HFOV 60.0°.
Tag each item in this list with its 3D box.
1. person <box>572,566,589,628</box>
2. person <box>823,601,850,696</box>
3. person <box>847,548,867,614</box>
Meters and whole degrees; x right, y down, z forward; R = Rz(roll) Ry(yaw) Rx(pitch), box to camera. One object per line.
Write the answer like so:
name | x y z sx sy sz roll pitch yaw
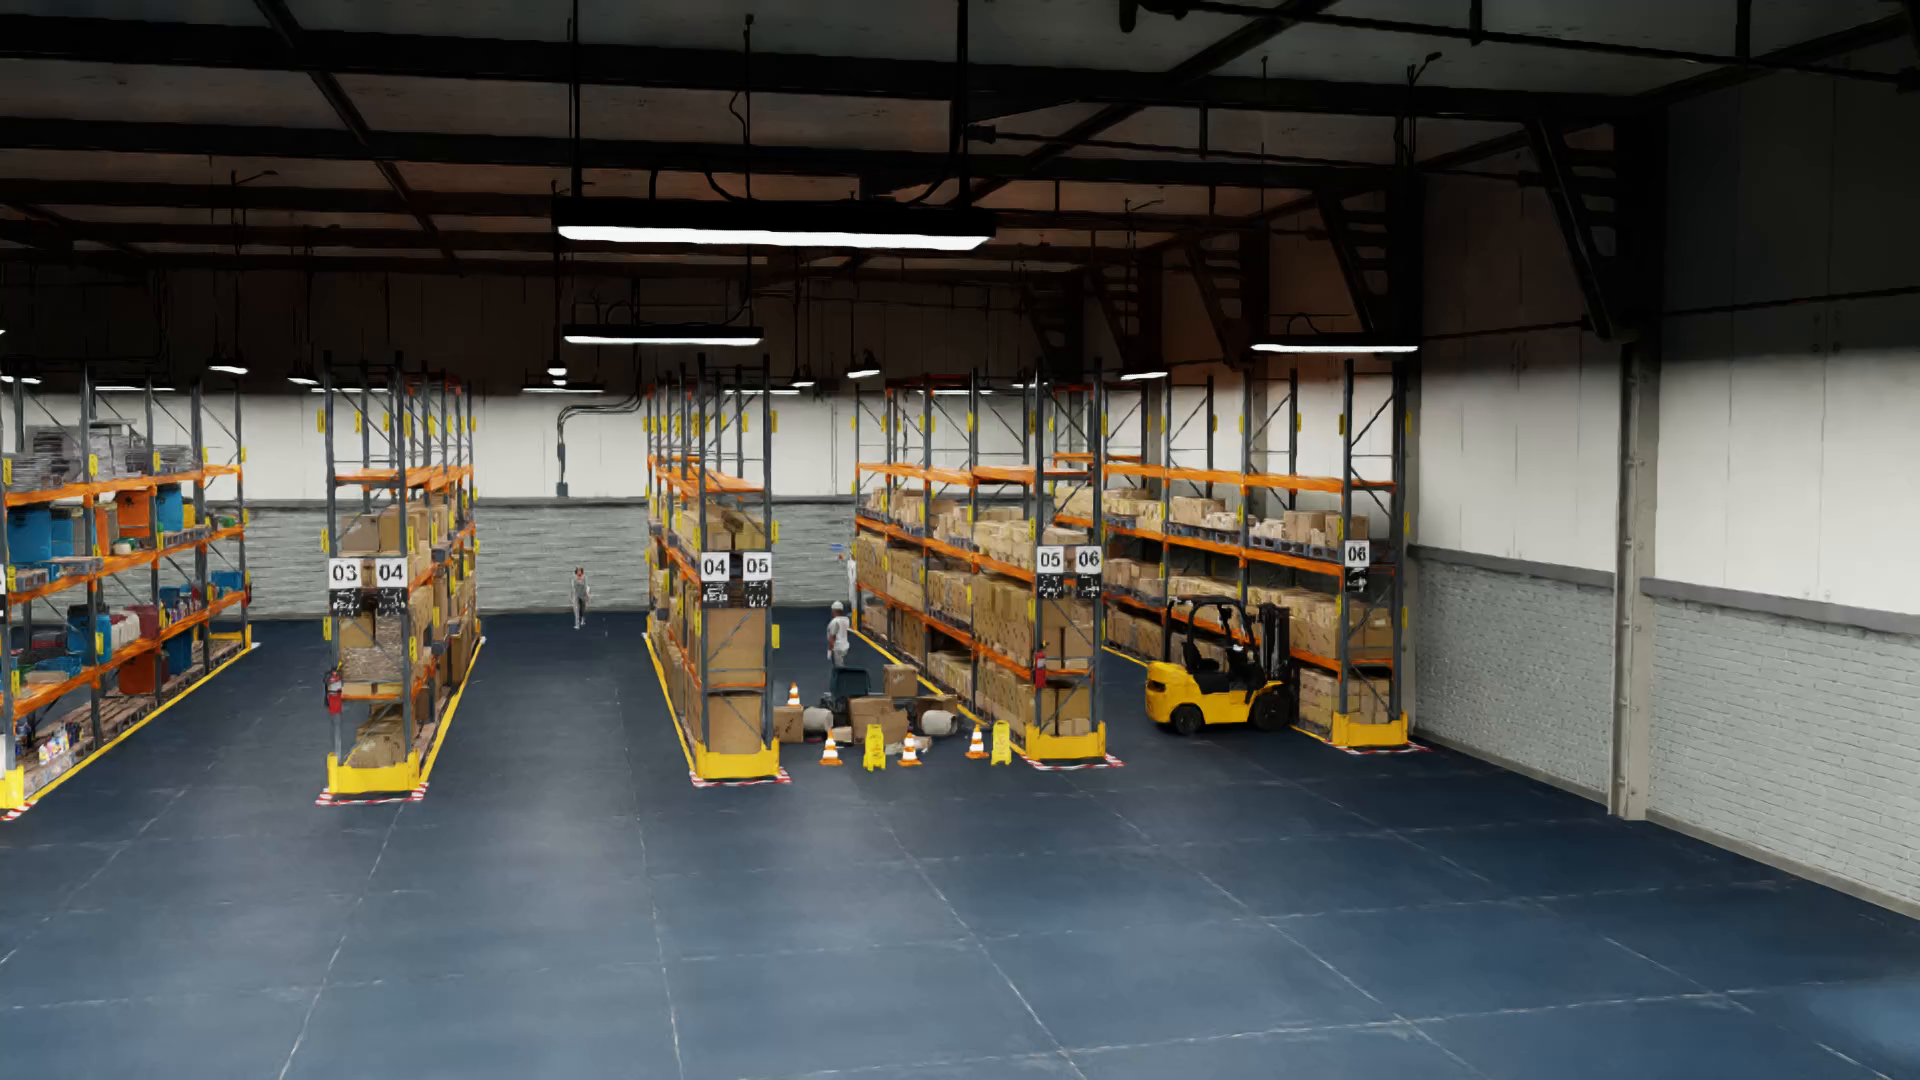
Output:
person | -9.344 1.383 40.935 0.415 1.517 1.041 -1 4 -16
person | -2.250 1.993 30.243 0.577 1.783 0.662 1 4 16
person | -2.704 1.080 43.950 0.577 1.746 0.587 2 4 24
